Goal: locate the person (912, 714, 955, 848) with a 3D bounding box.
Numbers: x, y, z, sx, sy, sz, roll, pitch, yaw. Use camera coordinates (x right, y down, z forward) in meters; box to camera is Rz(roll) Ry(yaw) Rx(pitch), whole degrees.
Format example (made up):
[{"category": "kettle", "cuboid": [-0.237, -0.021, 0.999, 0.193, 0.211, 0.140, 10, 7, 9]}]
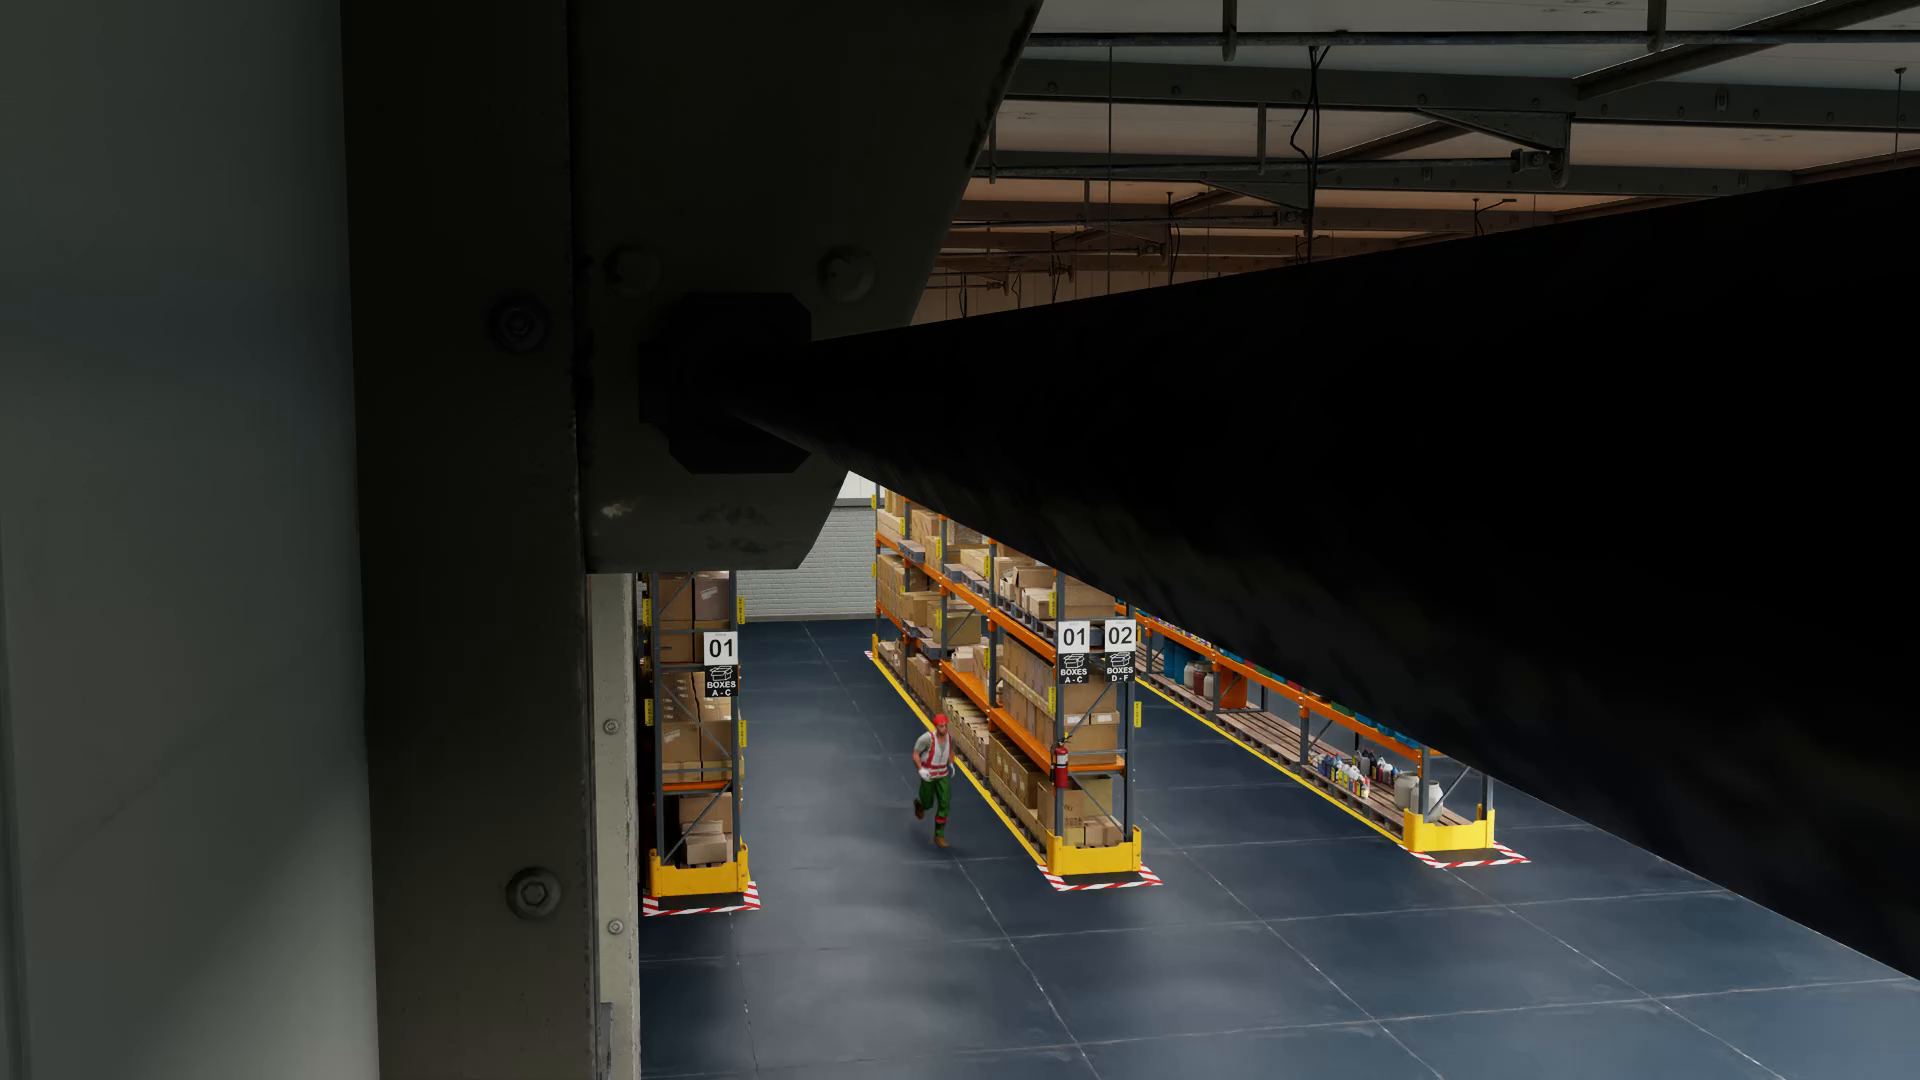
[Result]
[{"category": "person", "cuboid": [-0.361, 3.180, 22.402, 0.659, 1.766, 0.986, -3, 6, -25]}]
